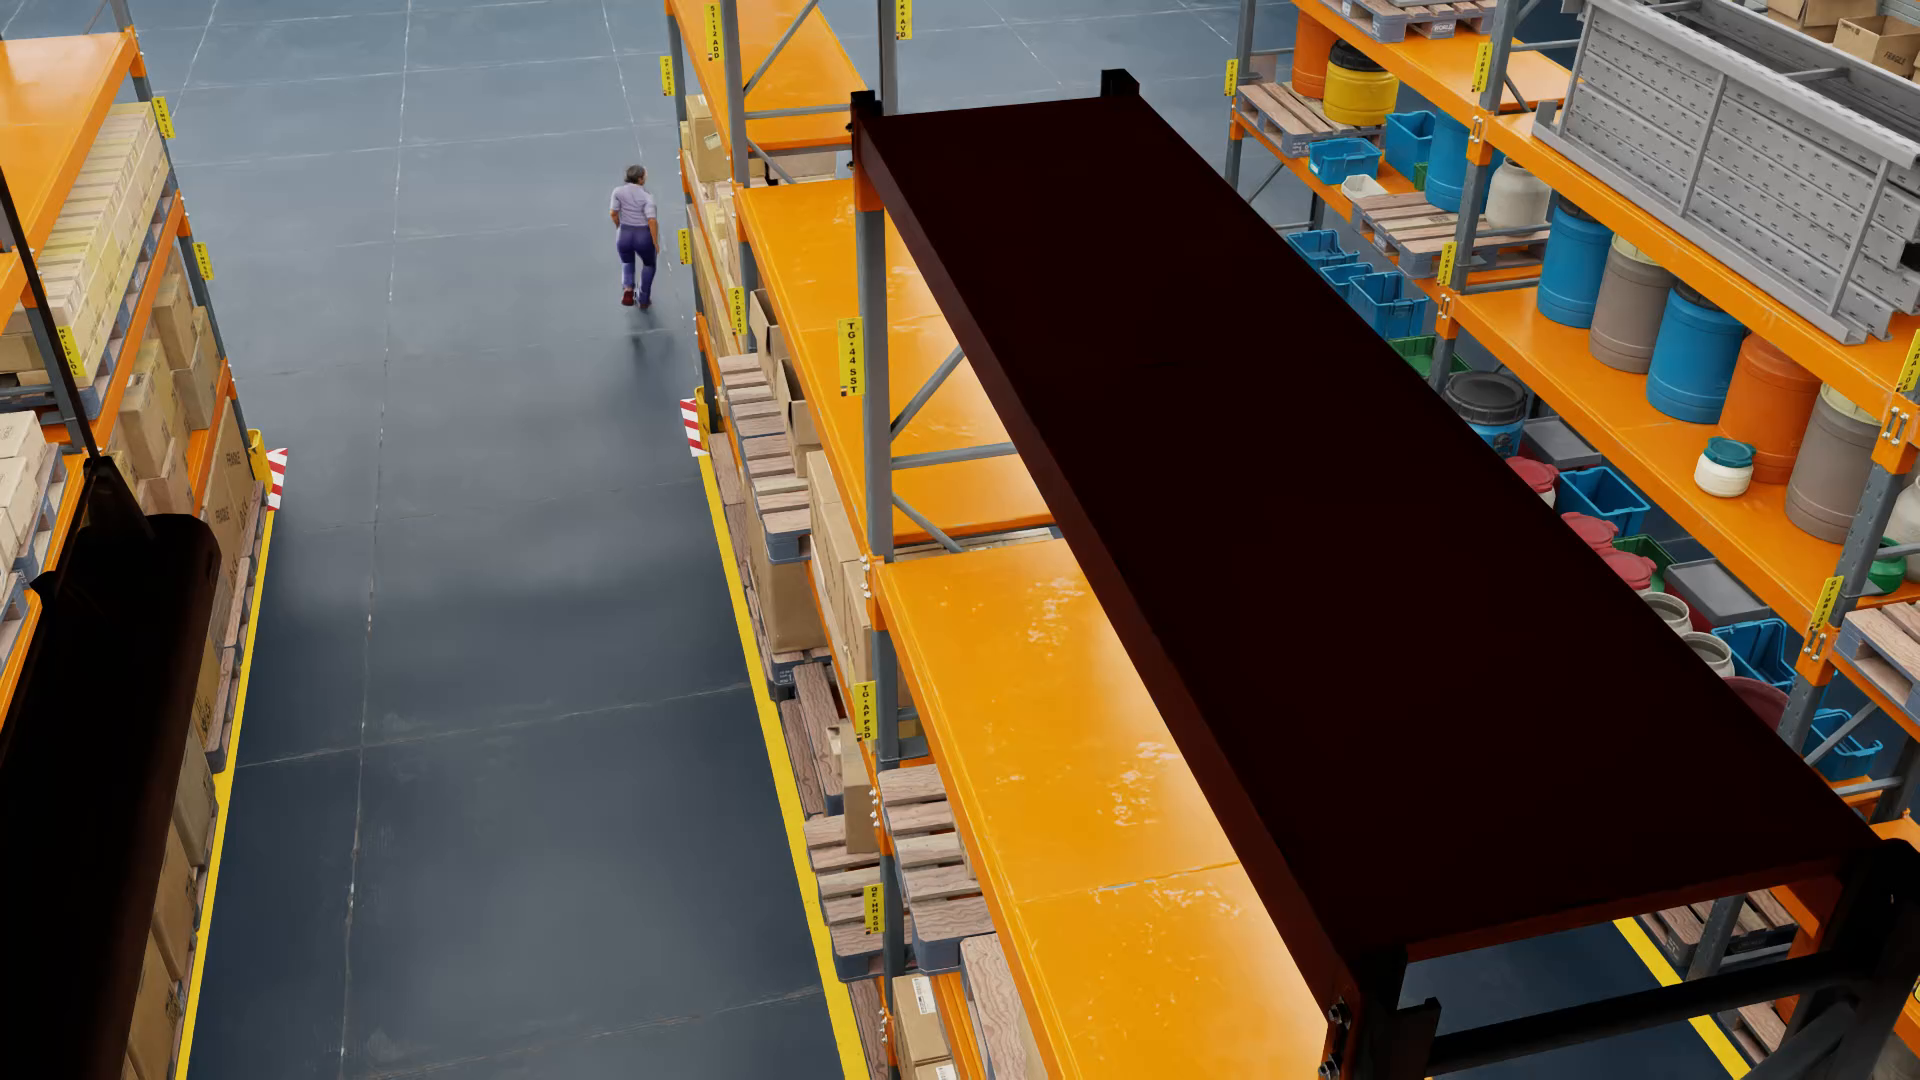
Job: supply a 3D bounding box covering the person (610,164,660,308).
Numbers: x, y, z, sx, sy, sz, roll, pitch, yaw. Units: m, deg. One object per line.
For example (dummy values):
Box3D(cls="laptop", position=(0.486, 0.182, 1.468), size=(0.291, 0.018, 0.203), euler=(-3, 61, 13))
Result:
Box3D(cls="person", position=(-3.339, -3.101, 17.210), size=(0.537, 1.618, 0.559), euler=(5, 35, 7))
